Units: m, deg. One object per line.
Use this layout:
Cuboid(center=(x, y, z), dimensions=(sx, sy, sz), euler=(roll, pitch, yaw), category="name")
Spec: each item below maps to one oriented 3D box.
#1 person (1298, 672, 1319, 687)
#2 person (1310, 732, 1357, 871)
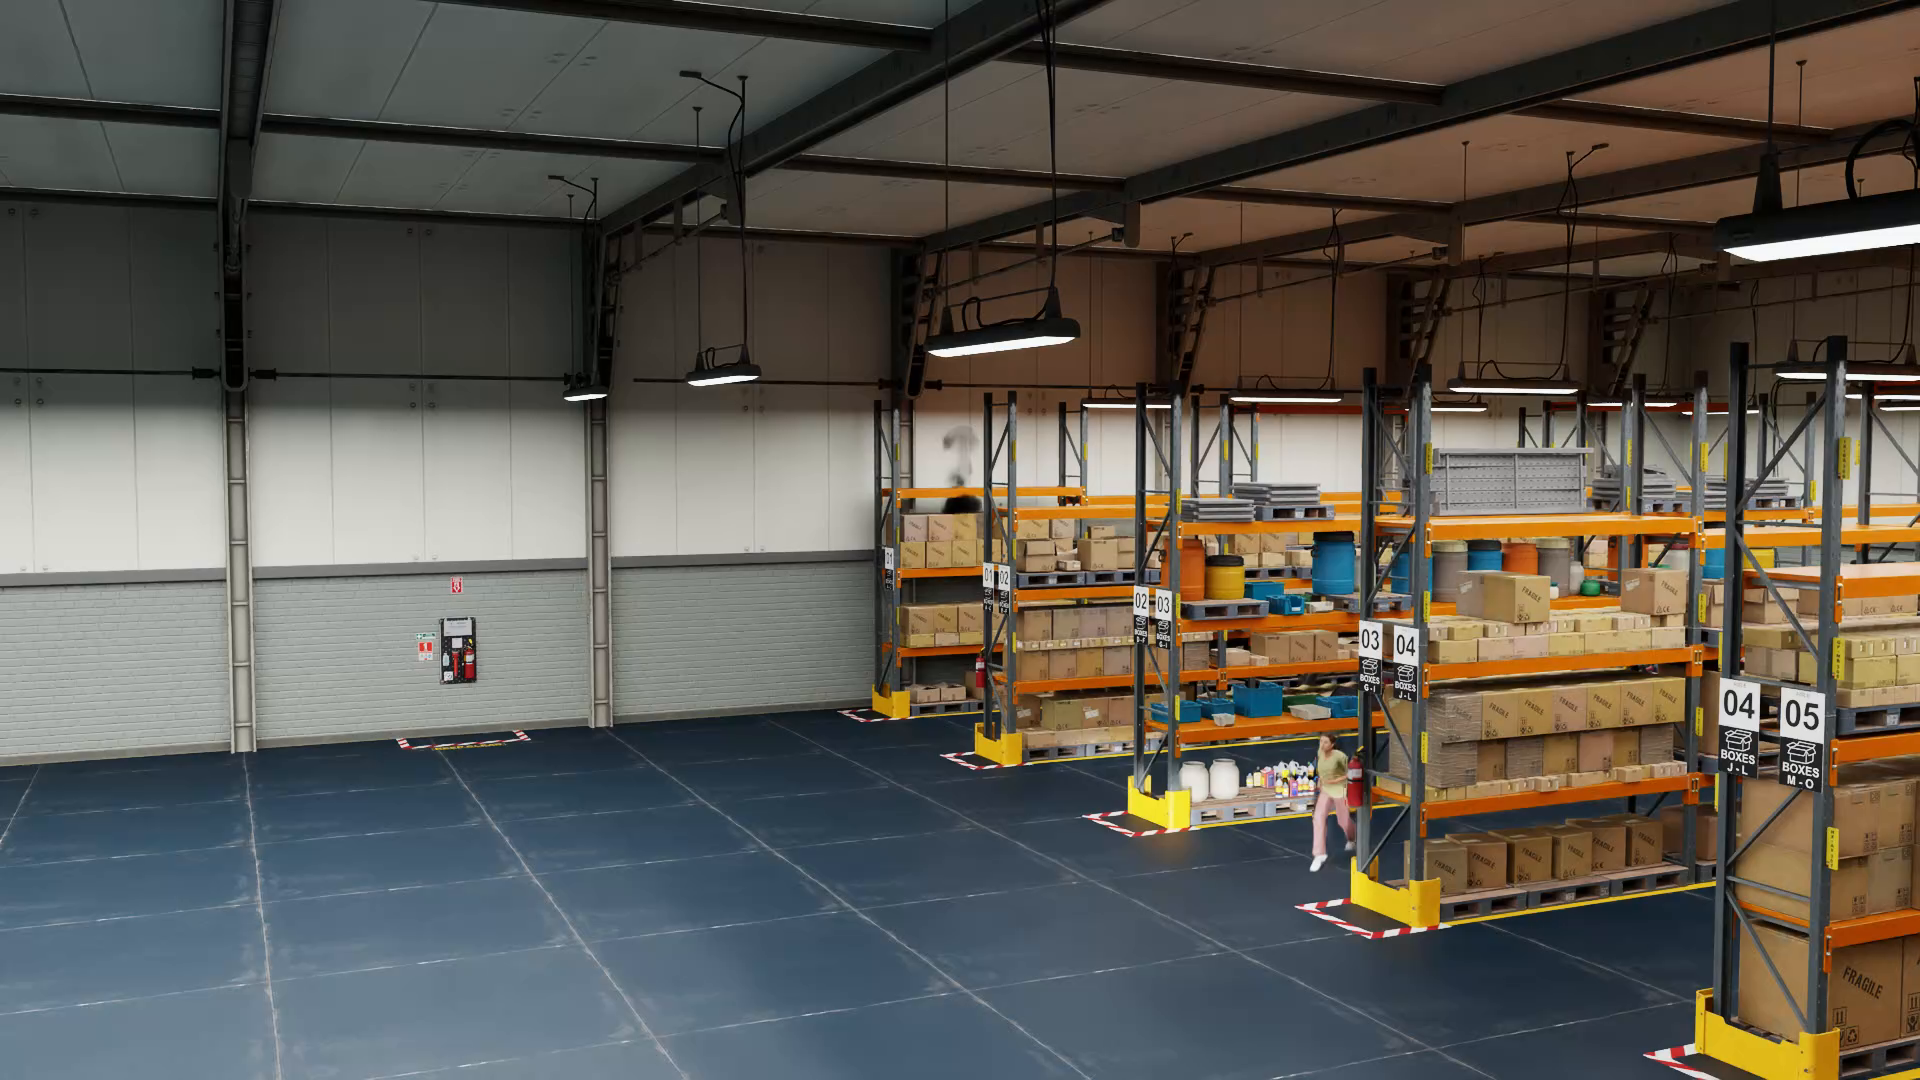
Cuboid(center=(6.705, 2.534, 31.671), dimensions=(0.604, 1.608, 0.585), euler=(-2, 4, -29), category="person")
Cuboid(center=(4.627, 3.156, 20.424), dimensions=(0.581, 1.666, 1.081), euler=(3, 4, 40), category="person")
